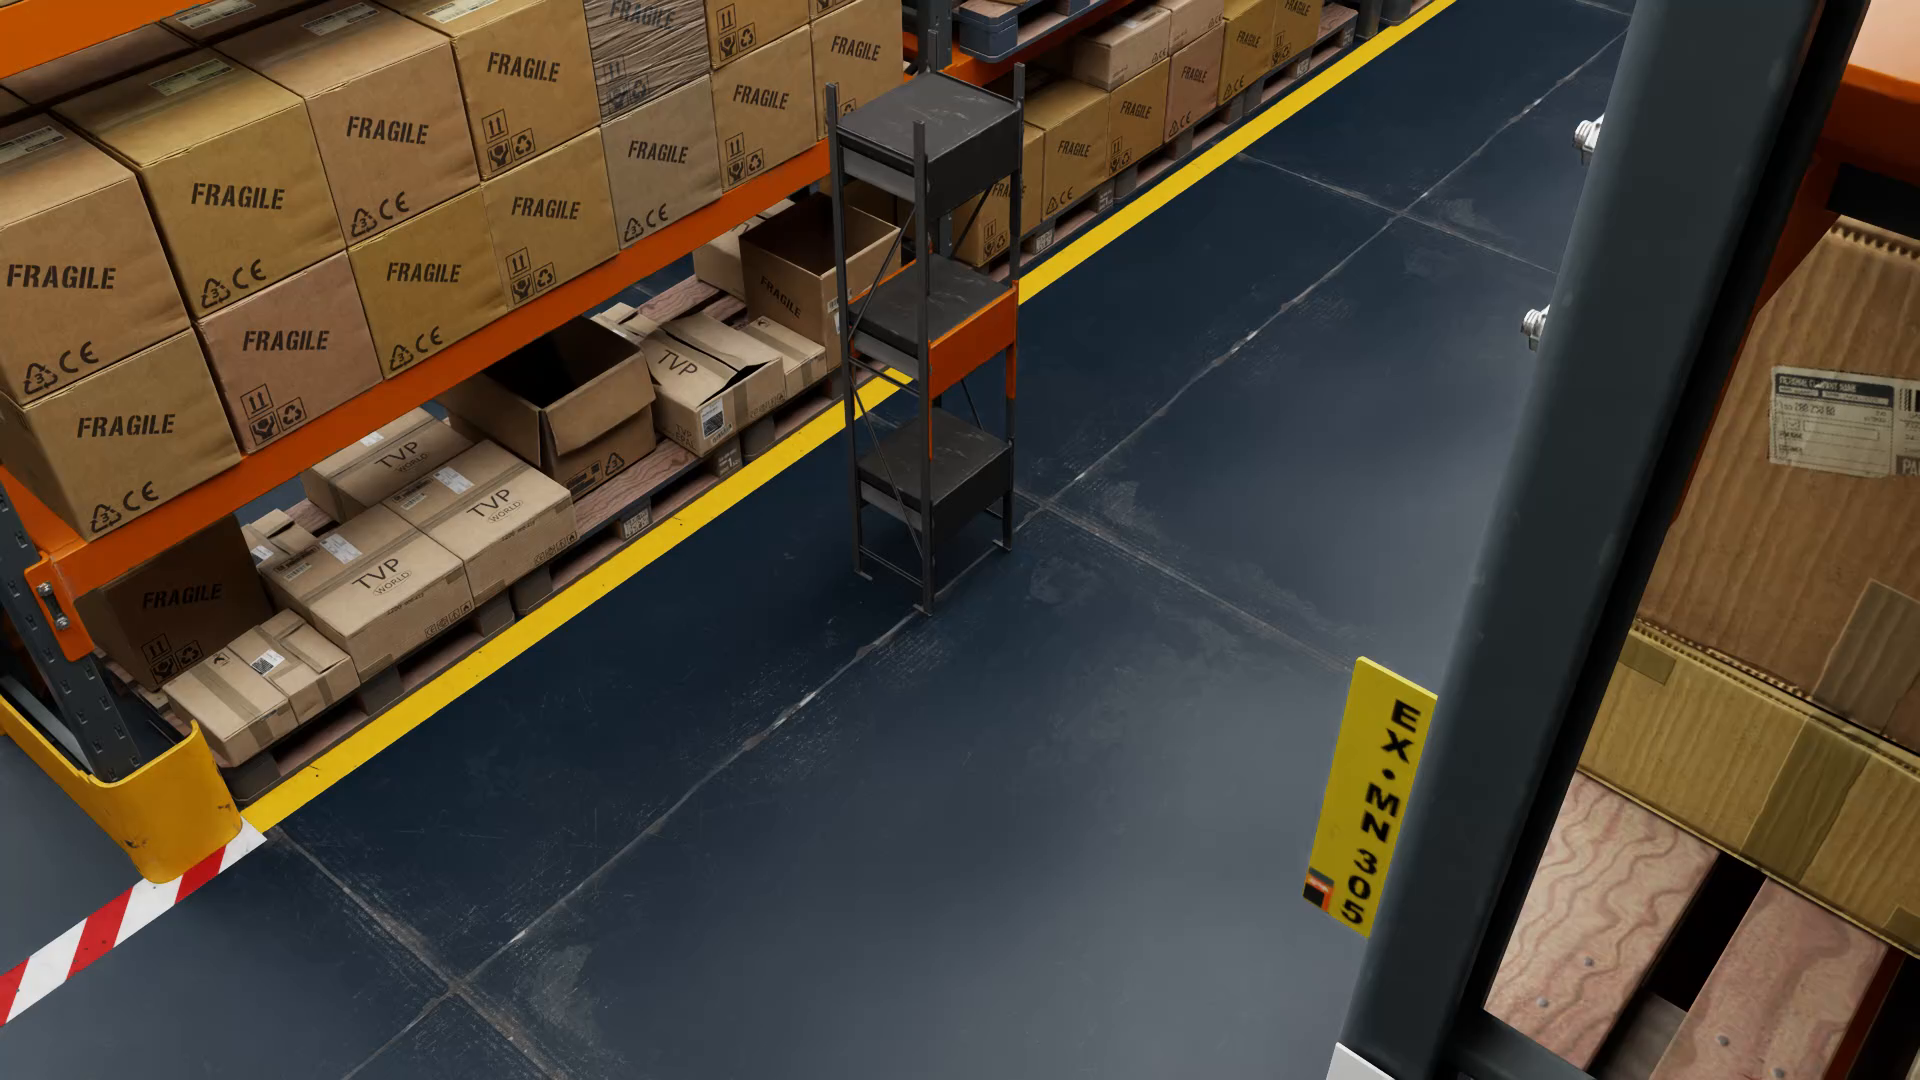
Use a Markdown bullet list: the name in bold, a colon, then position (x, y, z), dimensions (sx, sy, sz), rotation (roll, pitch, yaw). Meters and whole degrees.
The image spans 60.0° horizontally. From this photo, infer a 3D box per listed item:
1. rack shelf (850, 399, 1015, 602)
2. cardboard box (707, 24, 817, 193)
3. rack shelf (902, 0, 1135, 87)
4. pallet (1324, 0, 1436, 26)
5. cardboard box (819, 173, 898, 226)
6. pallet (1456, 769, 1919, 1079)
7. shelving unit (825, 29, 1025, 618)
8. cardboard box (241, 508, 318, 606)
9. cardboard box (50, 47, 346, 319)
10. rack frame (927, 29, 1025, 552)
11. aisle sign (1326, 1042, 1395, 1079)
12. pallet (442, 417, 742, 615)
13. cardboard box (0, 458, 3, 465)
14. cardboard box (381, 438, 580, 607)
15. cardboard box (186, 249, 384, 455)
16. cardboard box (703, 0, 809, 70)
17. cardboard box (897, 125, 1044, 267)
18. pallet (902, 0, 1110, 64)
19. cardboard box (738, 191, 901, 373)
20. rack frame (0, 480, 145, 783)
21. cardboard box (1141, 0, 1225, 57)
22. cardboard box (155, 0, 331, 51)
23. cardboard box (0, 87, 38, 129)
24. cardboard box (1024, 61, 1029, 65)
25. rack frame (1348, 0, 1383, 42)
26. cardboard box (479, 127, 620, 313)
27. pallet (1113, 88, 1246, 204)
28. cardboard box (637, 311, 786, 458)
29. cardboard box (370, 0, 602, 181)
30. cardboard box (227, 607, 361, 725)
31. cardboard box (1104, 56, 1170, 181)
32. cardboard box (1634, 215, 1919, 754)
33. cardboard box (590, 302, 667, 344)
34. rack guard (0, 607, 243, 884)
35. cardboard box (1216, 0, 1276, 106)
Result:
- **rack shelf**: position (-0.107, -0.164, 6.430), dimensions (0.431, 0.518, 0.480), rotation (29, 50, 28)
- **cardboard box**: position (-0.909, -1.719, 6.336), dimensions (0.500, 0.500, 0.500), rotation (31, 51, 29)
- **rack shelf**: position (0.835, -3.080, 8.442), dimensions (1.077, 0.370, 4.000), rotation (29, 50, 28)
- **pallet**: position (2.681, -3.751, 10.719), dimensions (1.003, 0.211, 1.213), rotation (29, 50, 28)
- **cardboard box**: position (-0.354, -1.932, 8.177), dimensions (0.500, 0.500, 0.500), rotation (29, 50, 28)
- **pallet**: position (1.237, 0.423, 1.892), dimensions (1.003, 0.211, 1.213), rotation (29, 50, 28)
- **shelving unit**: position (-0.107, -0.692, 5.950), dimensions (0.431, 2.100, 0.503), rotation (29, 50, 28)
- **cardboard box**: position (-2.536, 0.073, 6.219), dimensions (0.380, 0.166, 0.250), rotation (29, 50, 28)
- **cardboard box**: position (-2.209, -1.050, 4.858), dimensions (0.500, 0.500, 0.500), rotation (30, 50, 29)
- **rack frame**: position (0.050, -0.817, 6.088), dimensions (0.400, 2.100, 0.015), rotation (29, 50, 28)
- **aisle sign**: position (0.491, 0.832, 1.673), dimensions (0.394, 0.787, 0.004), rotation (29, 50, 28)
- **pallet**: position (-1.680, -0.300, 6.923), dimensions (1.003, 0.211, 1.213), rotation (29, 50, 28)
- **cardboard box**: position (-2.947, -0.642, 5.152), dimensions (0.500, 0.500, 0.500), rotation (31, 51, 30)
- **cardboard box**: position (-1.816, -0.074, 6.319), dimensions (0.500, 0.250, 0.500), rotation (29, 50, 28)
- **cardboard box**: position (-2.211, -0.676, 5.189), dimensions (0.500, 0.500, 0.500), rotation (29, 50, 28)
- **cardboard box**: position (-0.907, -2.086, 5.997), dimensions (0.500, 0.500, 0.500), rotation (29, 49, 28)
- **cardboard box**: position (0.045, -1.698, 7.919), dimensions (0.500, 0.500, 0.500), rotation (27, 49, 27)
- **pallet**: position (0.145, -2.609, 7.533), dimensions (1.003, 0.211, 1.213), rotation (29, 50, 28)
- **cardboard box**: position (-0.602, -1.138, 7.303), dimensions (0.500, 0.500, 0.500), rotation (29, 50, 28)
- **rack frame**: position (-3.027, -0.257, 4.803), dimensions (1.000, 3.000, 0.127), rotation (29, 50, 28)
- **cardboard box**: position (1.011, -2.749, 8.517), dimensions (0.500, 0.250, 0.500), rotation (29, 49, 28)
- **cardboard box**: position (-2.296, -1.541, 5.398), dimensions (0.500, 0.500, 0.500), rotation (31, 51, 29)
- **cardboard box**: position (-2.951, -1.012, 4.815), dimensions (0.500, 0.500, 0.500), rotation (29, 50, 28)
- **cardboard box**: position (0.293, -2.441, 8.736), dimensions (0.500, 0.500, 0.500), rotation (30, 50, 29)
- **rack frame**: position (2.122, -4.376, 9.333), dimensions (1.000, 3.000, 0.127), rotation (29, 50, 28)
- **cardboard box**: position (-1.563, -1.190, 5.754), dimensions (0.500, 0.500, 0.500), rotation (30, 50, 29)
- **pallet**: position (0.827, -2.351, 9.178), dimensions (1.003, 0.211, 1.213), rotation (29, 50, 28)
- **cardboard box**: position (-1.085, -0.682, 6.942), dimensions (0.500, 0.311, 0.500), rotation (29, 50, 28)
- **cardboard box**: position (-1.557, -1.568, 5.427), dimensions (0.500, 0.500, 0.500), rotation (29, 50, 28)
- **cardboard box**: position (-2.333, 0.433, 5.823), dimensions (0.380, 0.166, 0.250), rotation (29, 50, 28)
- **cardboard box**: position (0.707, -2.231, 8.505), dimensions (0.500, 0.500, 0.500), rotation (30, 50, 29)
- **cardboard box**: position (1.029, -0.133, 1.604), dimensions (0.500, 0.500, 0.500), rotation (29, 50, 28)
- **cardboard box**: position (-1.437, -0.859, 7.244), dimensions (0.380, 0.166, 0.250), rotation (29, 50, 28)
- **rack guard**: position (-2.978, 0.629, 5.686), dimensions (1.175, 0.500, 0.348), rotation (29, 50, 28)
- **cardboard box**: position (1.366, -2.764, 9.091), dimensions (0.500, 0.500, 0.500), rotation (28, 49, 27)
